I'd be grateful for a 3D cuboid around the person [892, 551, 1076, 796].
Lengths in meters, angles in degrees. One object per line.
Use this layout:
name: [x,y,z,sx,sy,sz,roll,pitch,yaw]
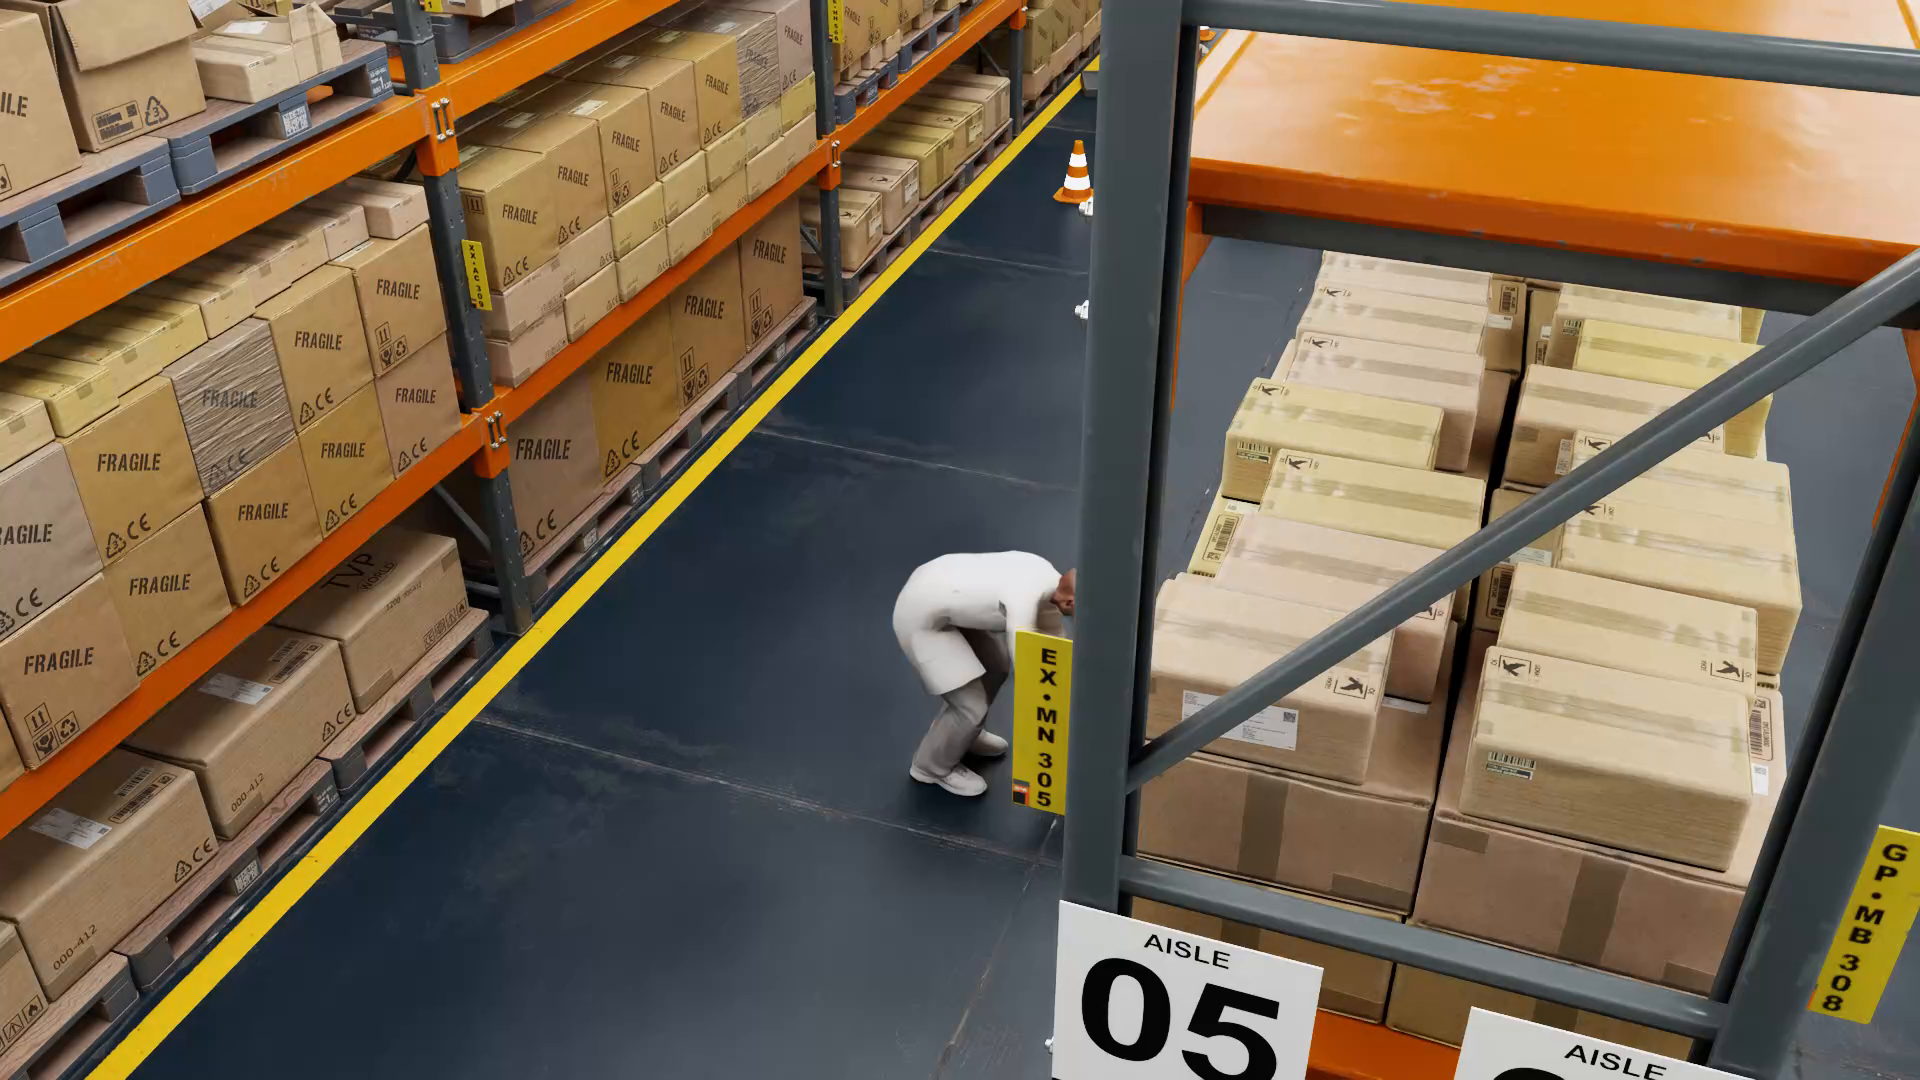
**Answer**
person: [0.170,0.572,7.261,0.932,1.171,0.581,10,34,14]
